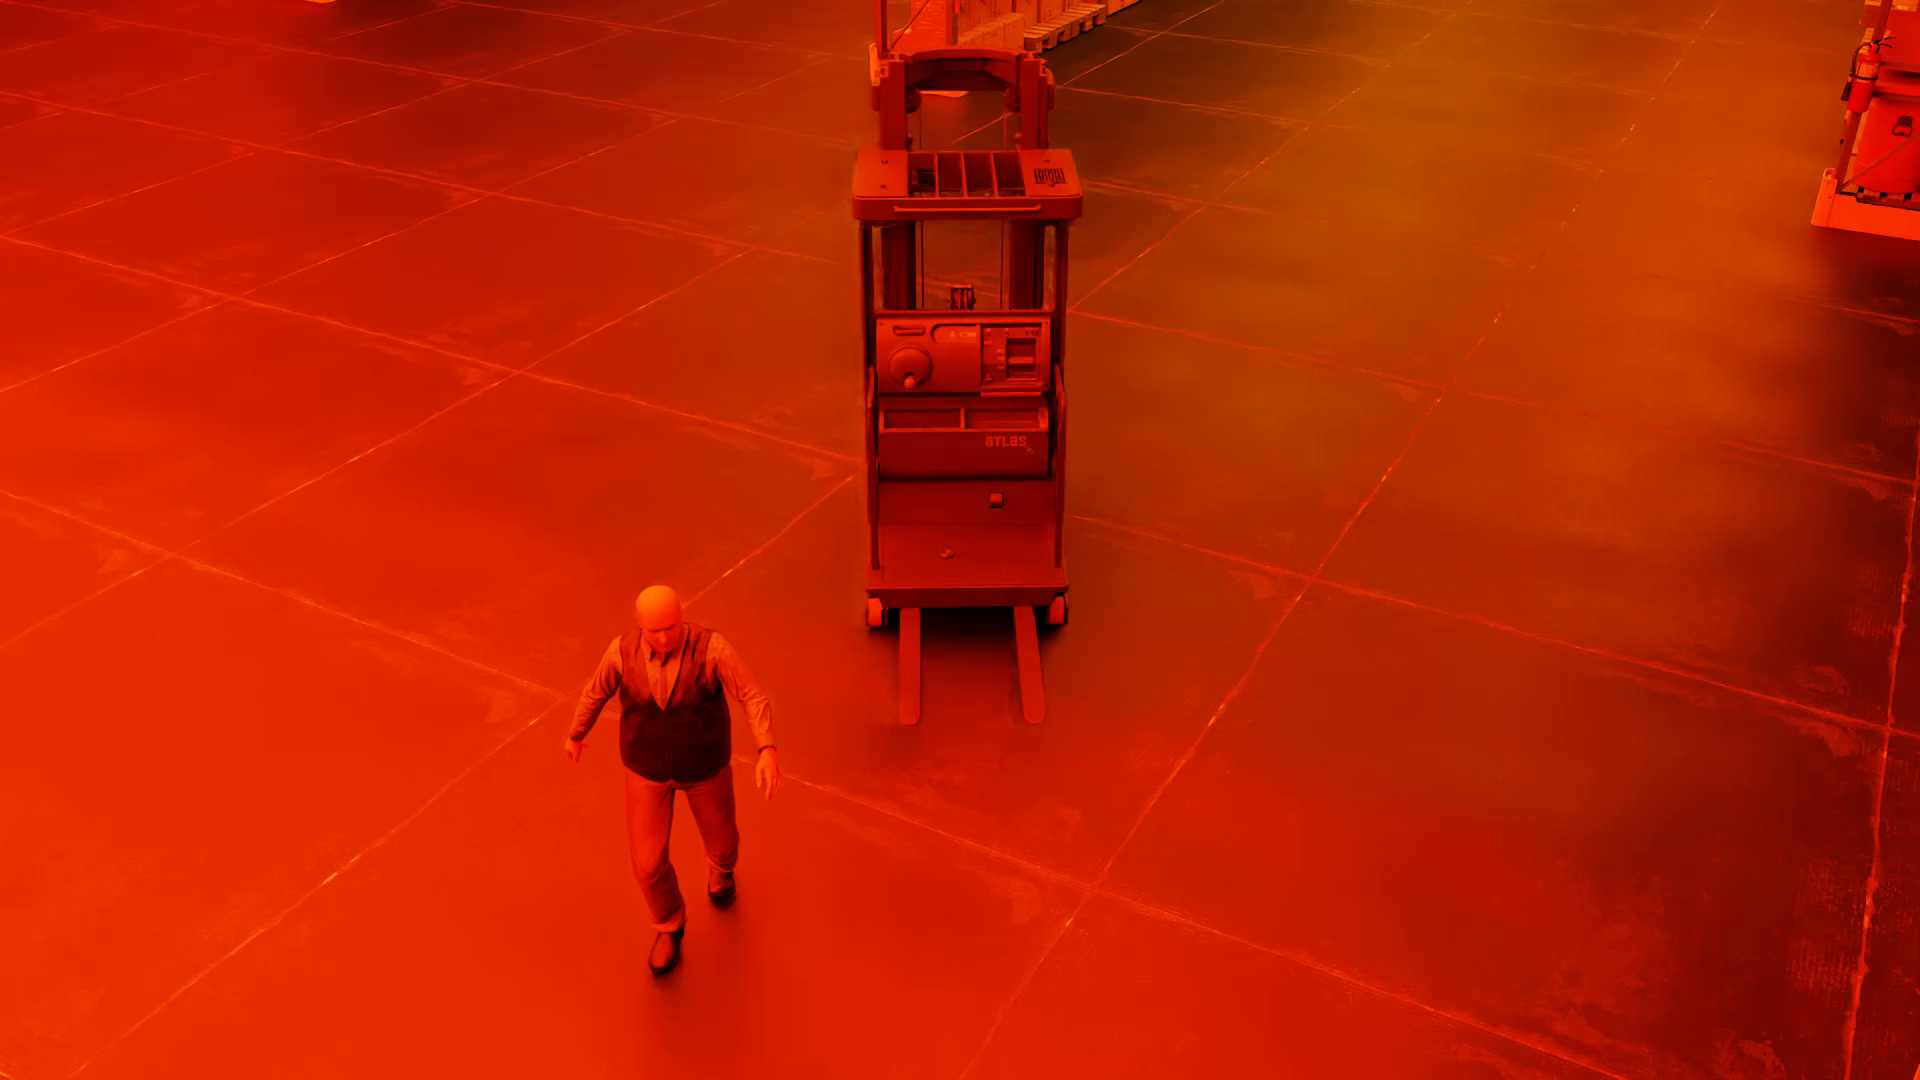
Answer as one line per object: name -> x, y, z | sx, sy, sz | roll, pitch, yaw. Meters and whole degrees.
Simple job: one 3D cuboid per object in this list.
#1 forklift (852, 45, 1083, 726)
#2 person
forklift -> 0.027, -0.946, 8.711 | 1.130, 2.935, 3.031 | -1, 30, -1
person -> -1.162, 0.906, 6.706 | 0.911, 1.662, 0.730 | -1, 30, -3
